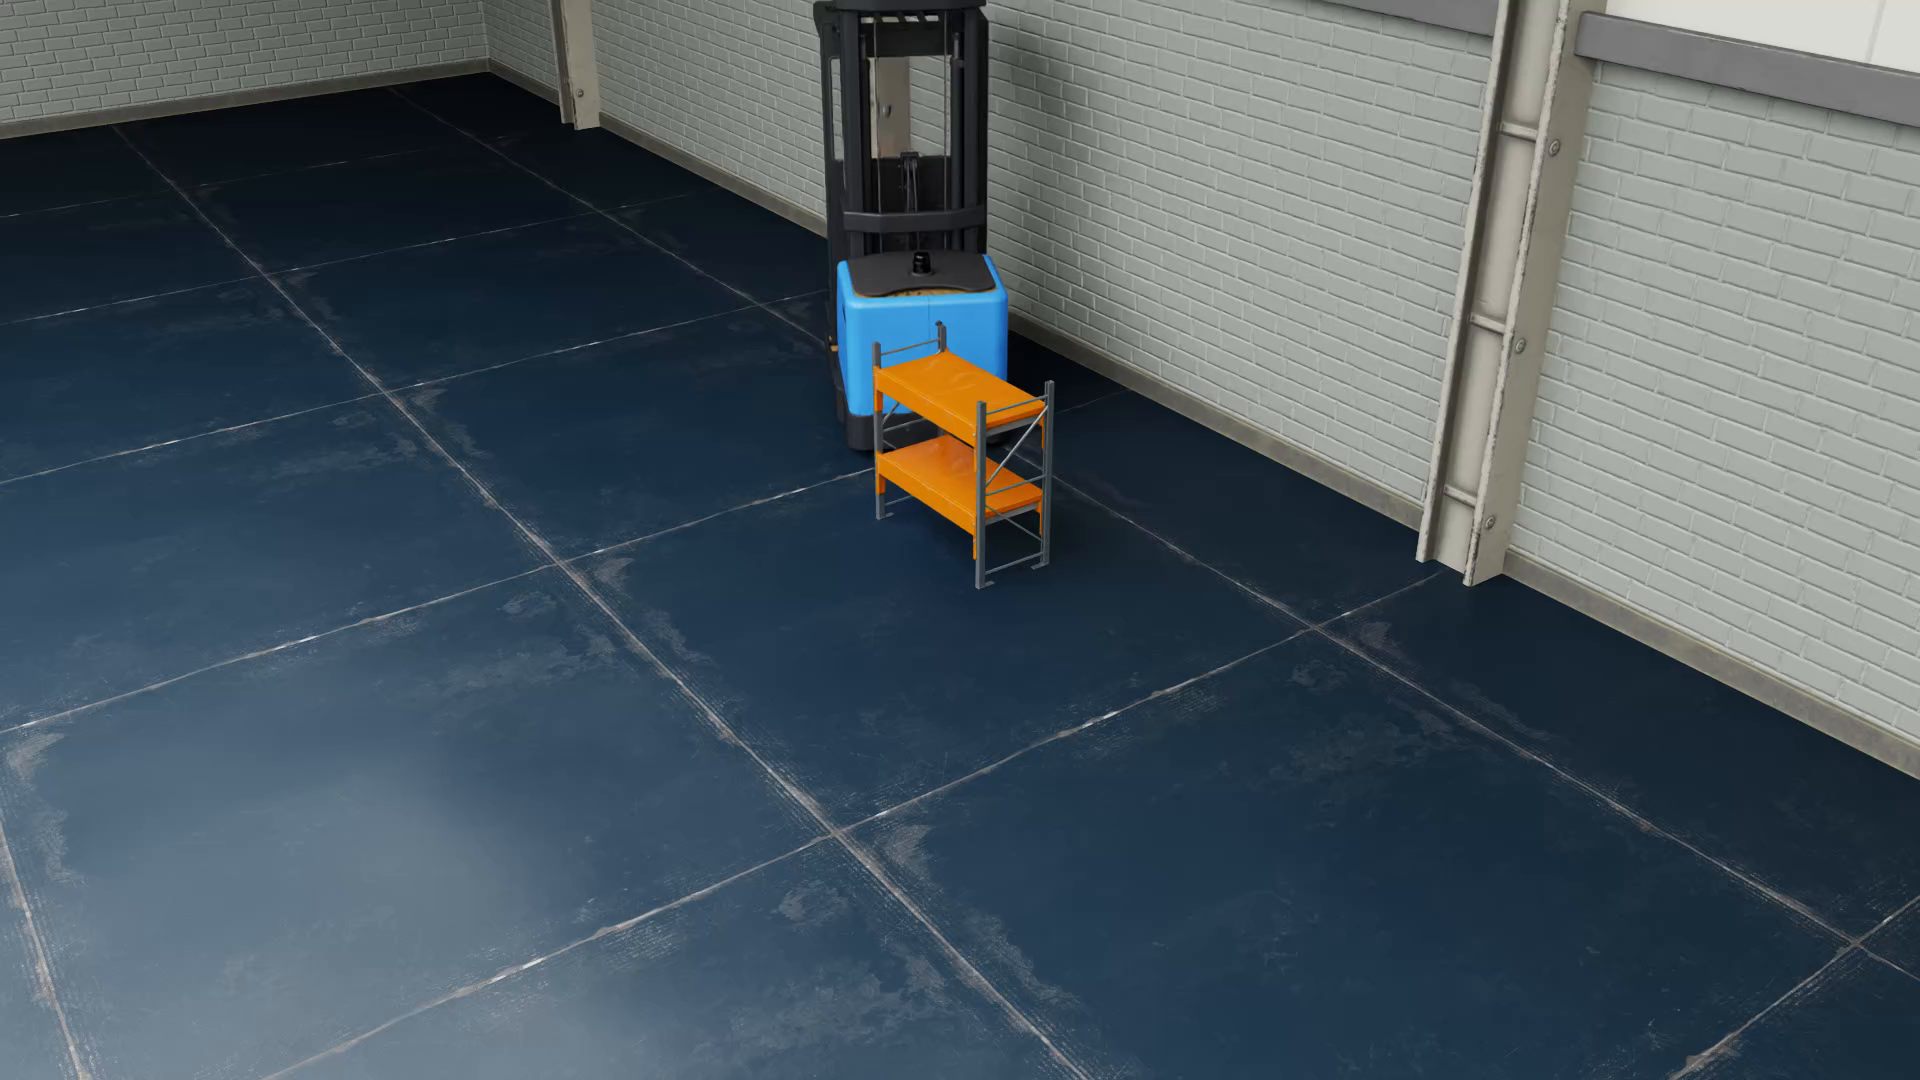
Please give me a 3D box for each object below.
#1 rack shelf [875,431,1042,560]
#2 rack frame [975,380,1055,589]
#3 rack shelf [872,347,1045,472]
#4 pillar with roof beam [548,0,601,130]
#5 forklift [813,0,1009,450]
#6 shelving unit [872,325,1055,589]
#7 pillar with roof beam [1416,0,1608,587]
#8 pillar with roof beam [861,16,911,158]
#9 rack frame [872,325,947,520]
[{"bbox_3d":[0.004,-0.277,9.593,0.538,0.278,1.000,-19,34,-31],"label":"rack shelf"},{"bbox_3d":[0.299,-0.294,9.113,0.500,1.125,0.032,-19,34,-31],"label":"rack frame"},{"bbox_3d":[0.004,-0.749,9.337,0.538,0.278,1.000,-19,34,-31],"label":"rack shelf"},{"bbox_3d":[-7.614,-7.286,13.736,9.100,9.000,0.400,-19,34,-31],"label":"pillar with roof beam"},{"bbox_3d":[-0.393,-2.541,11.358,1.130,2.935,3.031,-4,29,-7],"label":"forklift"},{"bbox_3d":[0.004,-0.492,9.477,0.538,1.125,1.048,-19,34,-31],"label":"shelving unit"},{"bbox_3d":[-0.654,-2.621,5.146,9.100,9.000,0.400,-19,34,-31],"label":"pillar with roof beam"},{"bbox_3d":[-4.134,-4.953,9.441,9.100,9.000,0.400,-19,34,-31],"label":"pillar with roof beam"},{"bbox_3d":[-0.291,-0.689,9.841,0.500,1.125,0.032,-19,34,-31],"label":"rack frame"}]
